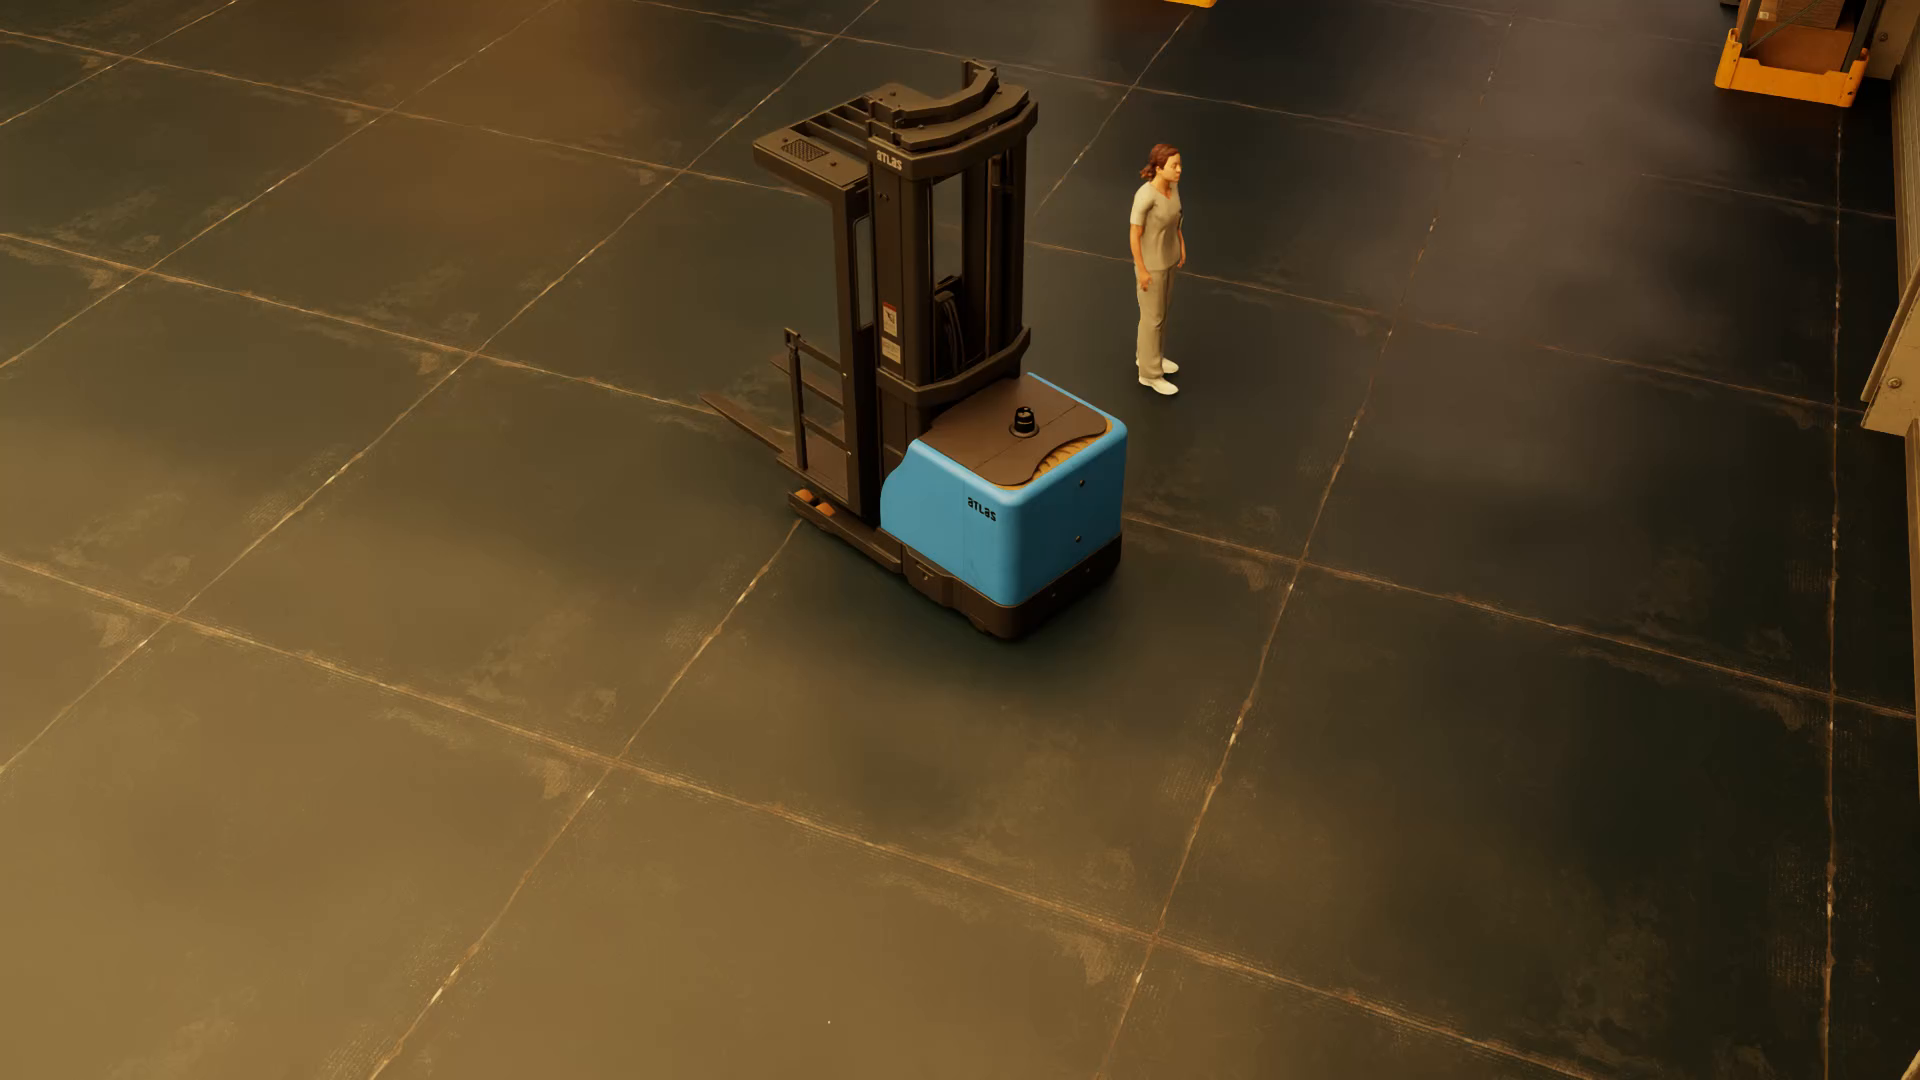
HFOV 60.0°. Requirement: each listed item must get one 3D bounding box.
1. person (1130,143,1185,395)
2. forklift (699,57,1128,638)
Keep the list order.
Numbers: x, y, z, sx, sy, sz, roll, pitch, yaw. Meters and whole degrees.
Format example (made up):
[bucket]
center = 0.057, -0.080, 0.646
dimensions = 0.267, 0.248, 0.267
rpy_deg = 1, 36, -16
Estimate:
[person]
center = 1.391, -1.842, 11.181
dimensions = 0.542, 1.678, 0.555
rpy_deg = 24, 46, 26
[forklift]
center = -0.434, -1.399, 9.678
dimensions = 3.031, 2.935, 1.130
rpy_deg = 32, 50, 33
